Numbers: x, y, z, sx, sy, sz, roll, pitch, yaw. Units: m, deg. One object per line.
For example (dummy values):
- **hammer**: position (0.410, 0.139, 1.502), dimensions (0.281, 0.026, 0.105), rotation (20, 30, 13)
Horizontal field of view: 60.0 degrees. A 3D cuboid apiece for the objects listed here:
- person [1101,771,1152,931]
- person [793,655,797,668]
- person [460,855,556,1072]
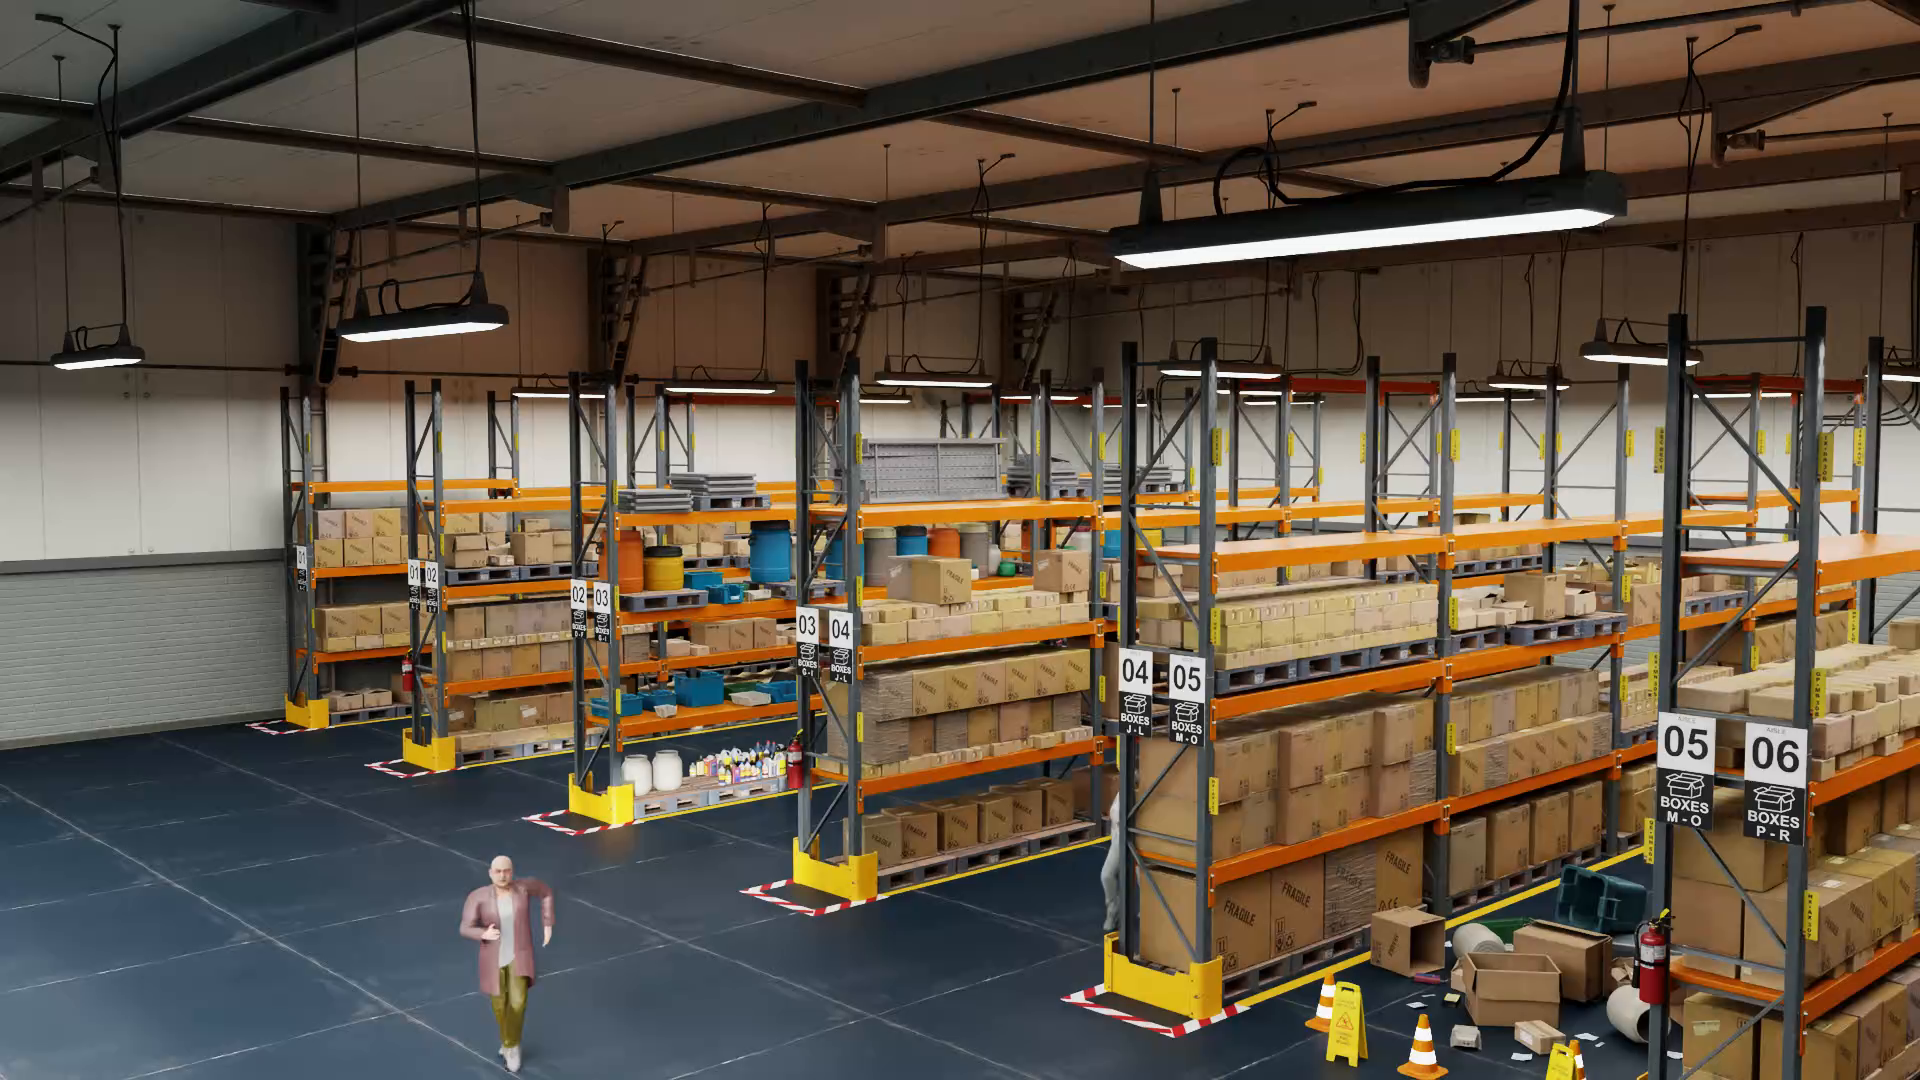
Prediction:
- **person**: position (1.839, 3.239, 17.470), dimensions (0.557, 1.717, 0.799), rotation (3, 5, 37)
- **person**: position (-3.056, 2.162, 33.237), dimensions (0.704, 1.734, 0.653), rotation (4, 5, 44)
- **person**: position (-3.662, 3.414, 13.506), dimensions (0.753, 1.765, 0.881), rotation (-1, 4, -15)
